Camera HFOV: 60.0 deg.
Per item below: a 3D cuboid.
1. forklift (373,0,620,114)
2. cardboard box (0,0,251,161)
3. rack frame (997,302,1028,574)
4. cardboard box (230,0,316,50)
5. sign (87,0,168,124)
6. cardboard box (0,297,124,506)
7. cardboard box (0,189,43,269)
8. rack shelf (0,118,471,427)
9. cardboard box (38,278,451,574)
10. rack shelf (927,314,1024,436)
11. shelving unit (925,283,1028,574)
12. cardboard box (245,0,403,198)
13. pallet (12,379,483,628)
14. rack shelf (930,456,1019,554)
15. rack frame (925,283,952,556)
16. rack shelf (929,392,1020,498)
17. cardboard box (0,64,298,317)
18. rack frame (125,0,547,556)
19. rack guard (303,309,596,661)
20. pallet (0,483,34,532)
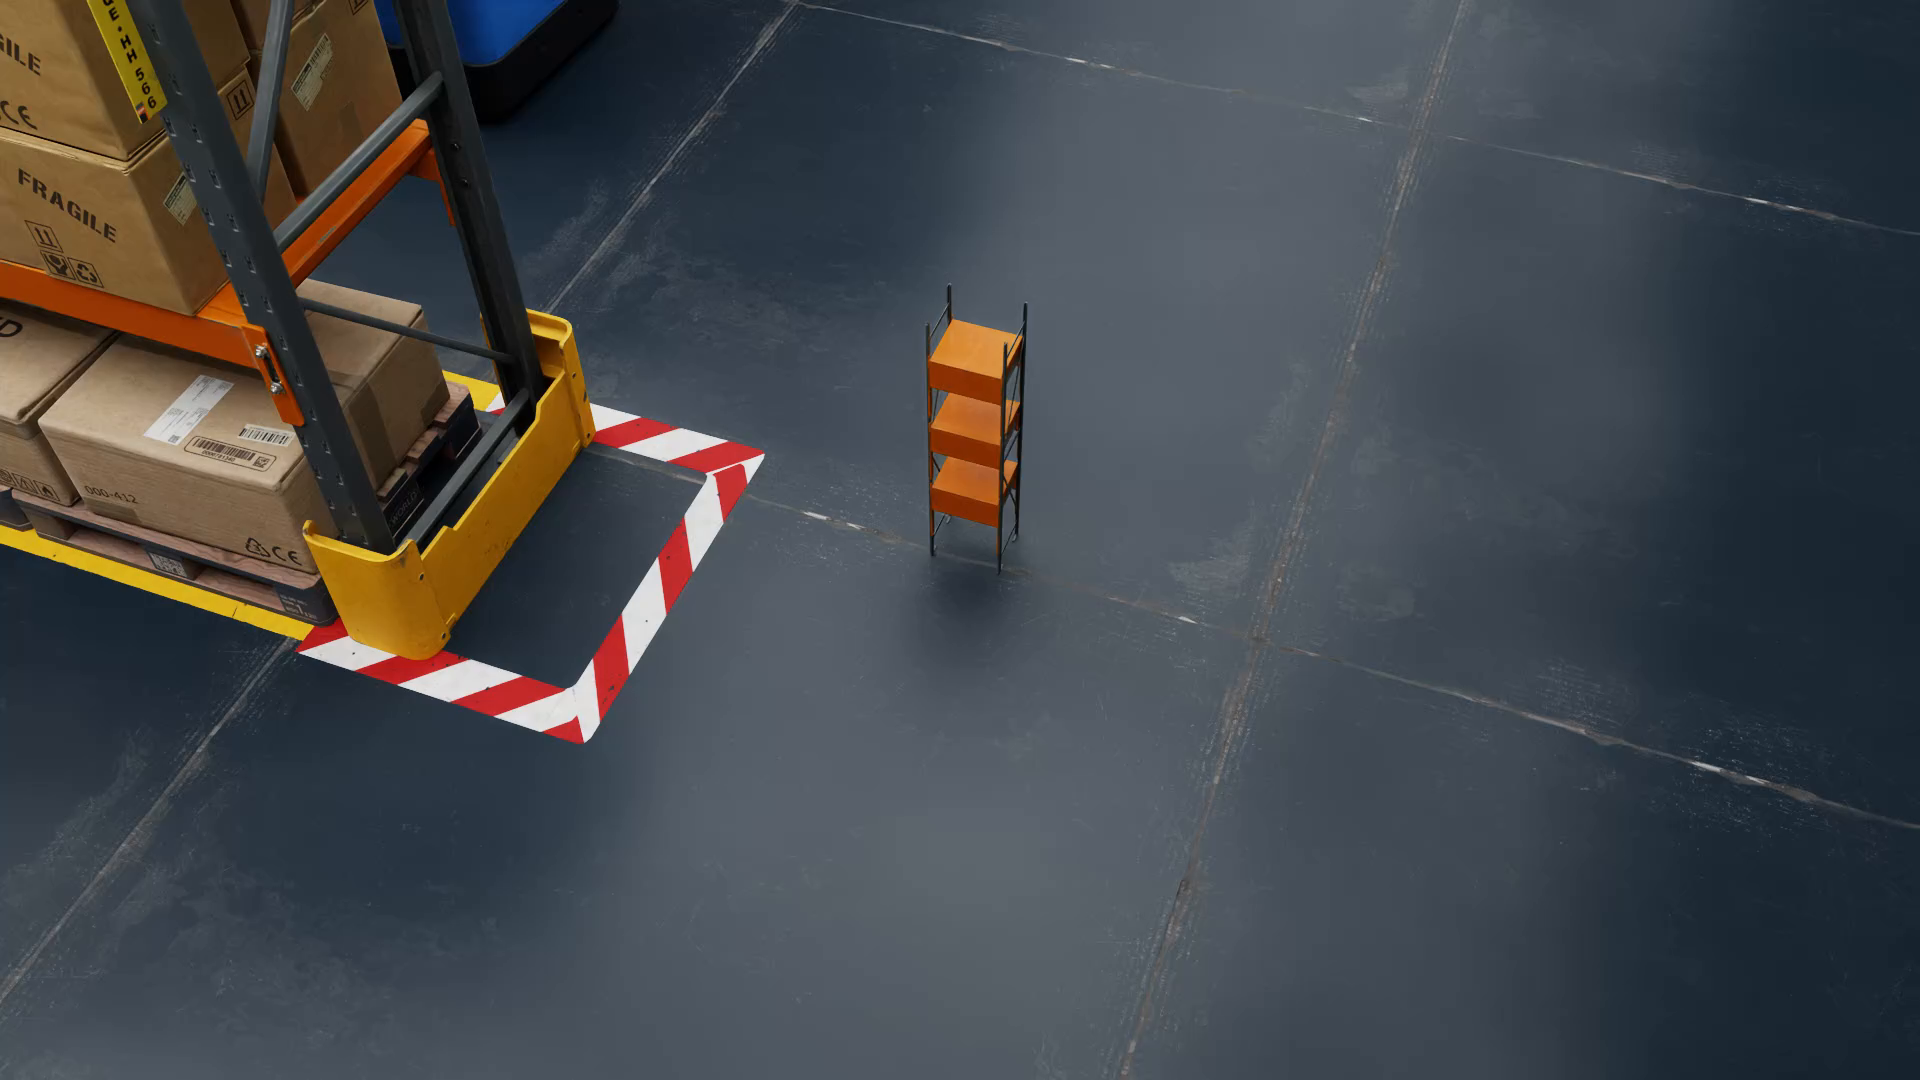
[{"bbox_3d":[-3.167,-3.576,6.910,3.031,2.935,1.130,19,52,15],"label":"forklift"},{"bbox_3d":[-2.236,-1.359,4.215,0.500,0.500,0.500,17,51,14],"label":"cardboard box"},{"bbox_3d":[0.165,-0.298,5.313,0.008,1.050,0.200,16,51,13],"label":"rack frame"},{"bbox_3d":[-2.053,-1.729,4.536,0.500,0.500,0.500,15,51,12],"label":"cardboard box"},{"bbox_3d":[-1.902,-1.117,3.810,0.005,0.325,0.100,16,51,13],"label":"sign"},{"bbox_3d":[-3.216,-0.675,5.768,0.875,0.438,0.875,17,51,14],"label":"cardboard box"},{"bbox_3d":[-2.711,-1.155,4.700,0.500,0.500,0.500,15,51,12],"label":"cardboard box"},{"bbox_3d":[-3.577,-1.329,5.393,4.000,0.370,1.077,16,51,13],"label":"rack shelf"},{"bbox_3d":[-2.355,-0.441,5.565,0.875,0.438,0.875,14,51,12],"label":"cardboard box"},{"bbox_3d":[0.050,-0.509,5.135,0.240,0.259,0.215,16,51,13],"label":"rack shelf"},{"bbox_3d":[0.050,-0.330,5.341,0.252,1.050,0.215,16,51,13],"label":"shelving unit"},{"bbox_3d":[-2.052,-1.403,4.915,0.500,0.500,0.500,15,51,13],"label":"cardboard box"},{"bbox_3d":[-2.478,-0.282,5.854,1.213,0.211,1.003,16,51,13],"label":"pallet"},{"bbox_3d":[0.050,-0.141,5.559,0.240,0.259,0.215,16,51,13],"label":"rack shelf"},{"bbox_3d":[-0.064,-0.362,5.369,0.008,1.050,0.200,16,51,13],"label":"rack frame"},{"bbox_3d":[0.050,-0.323,5.349,0.240,0.259,0.215,16,51,13],"label":"rack shelf"},{"bbox_3d":[-2.245,-1.012,4.576,0.500,0.500,0.500,16,51,13],"label":"cardboard box"},{"bbox_3d":[-1.701,-1.041,4.667,0.127,3.000,1.000,16,51,13],"label":"rack frame"},{"bbox_3d":[-1.679,-0.216,5.606,0.348,0.500,1.175,16,51,13],"label":"rack guard"},{"bbox_3d":[-3.619,-0.602,6.132,1.213,0.211,1.003,16,51,13],"label":"pallet"}]
